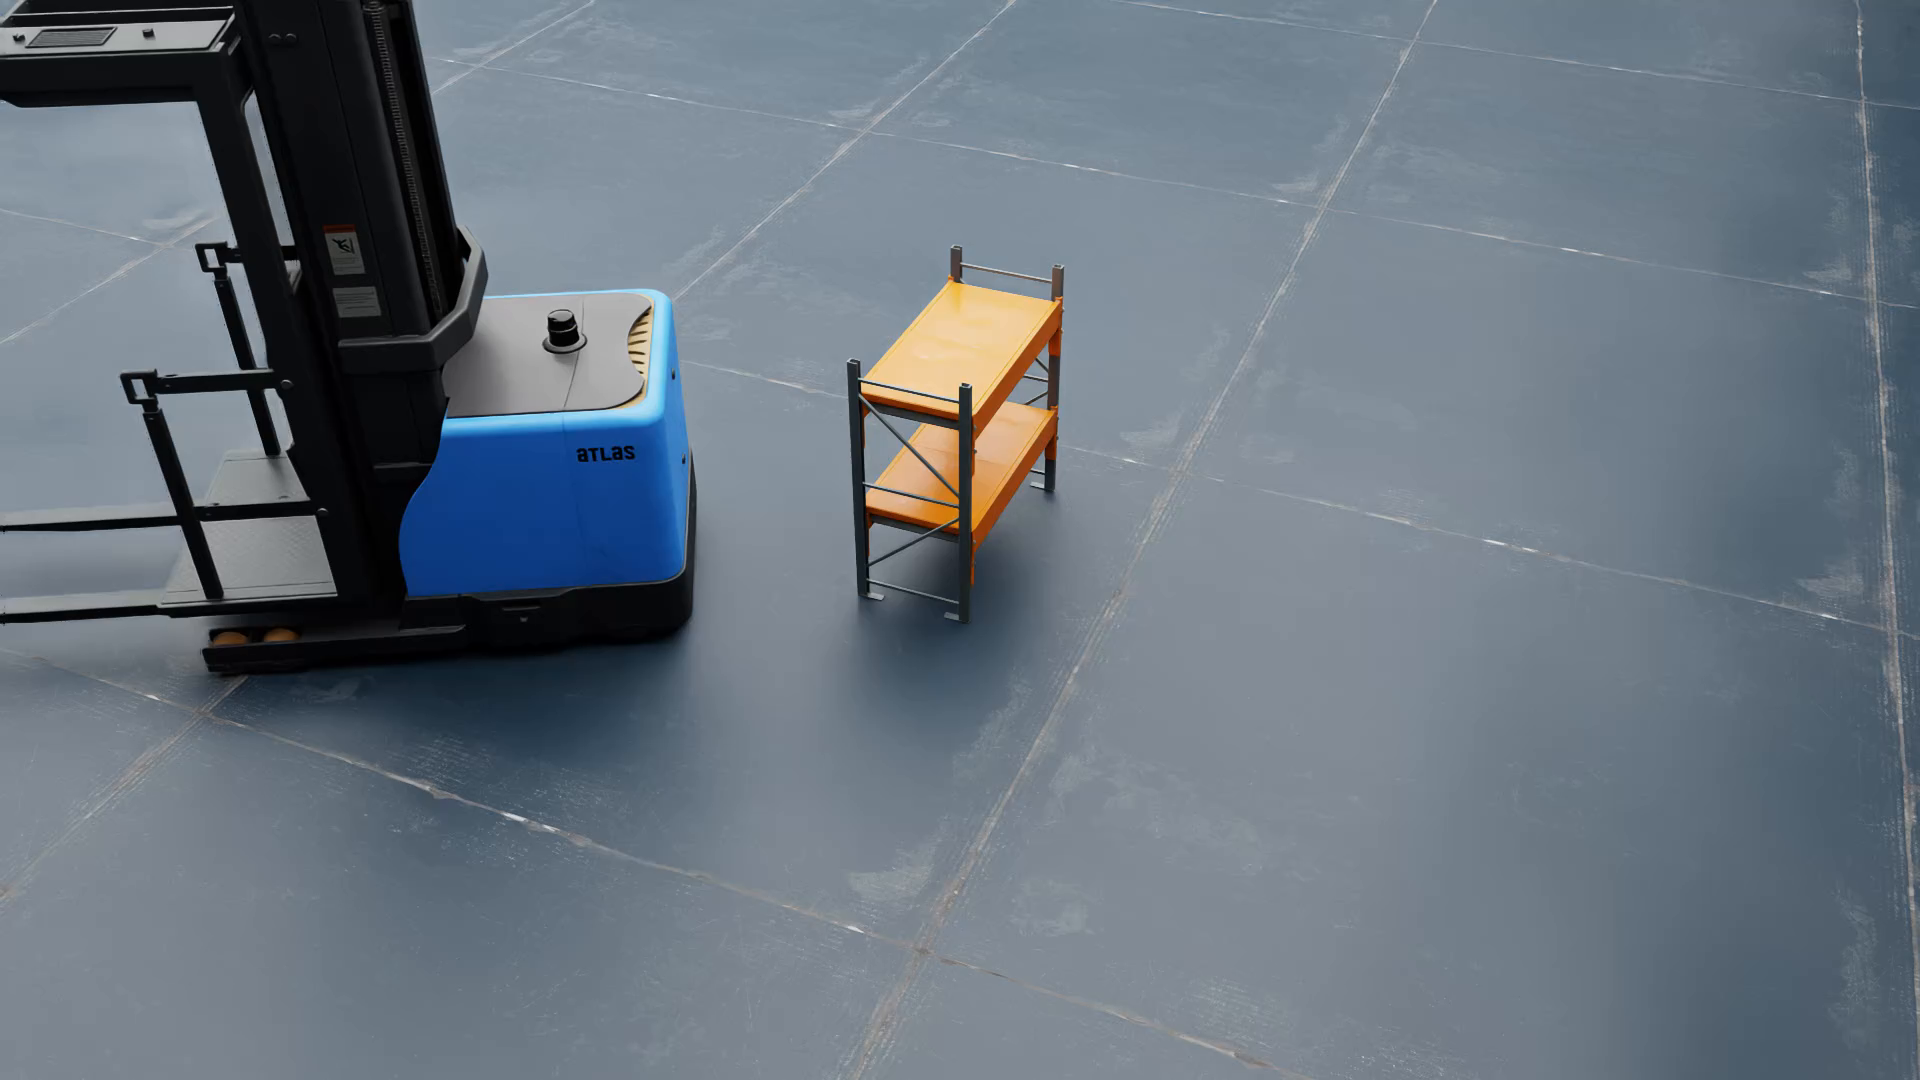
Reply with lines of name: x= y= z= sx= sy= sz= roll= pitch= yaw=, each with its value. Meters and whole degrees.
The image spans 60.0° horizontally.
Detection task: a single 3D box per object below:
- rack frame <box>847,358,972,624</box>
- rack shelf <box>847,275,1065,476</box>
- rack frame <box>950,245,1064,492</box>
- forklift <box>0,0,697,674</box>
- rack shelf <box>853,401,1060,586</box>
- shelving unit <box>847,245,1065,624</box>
rack frame: x=-0.191 y=-0.173 z=6.542 sx=0.500 sy=1.125 sz=0.032 roll=14 pitch=39 yaw=18
rack shelf: x=0.003 y=-0.689 z=6.743 sx=0.538 sy=0.278 sz=1.000 roll=14 pitch=39 yaw=18
rack frame: x=0.196 y=-0.736 z=7.295 sx=0.500 sy=1.125 sz=0.032 roll=14 pitch=39 yaw=18
forklift: x=-2.636 y=-0.981 z=6.115 sx=3.031 sy=2.935 sz=1.130 roll=-4 pitch=37 yaw=-5
rack shelf: x=0.003 y=-0.258 z=7.065 sx=0.538 sy=0.278 sz=1.000 roll=14 pitch=39 yaw=18
shelving unit: x=0.003 y=-0.454 z=6.918 sx=0.538 sy=1.125 sz=1.048 roll=14 pitch=39 yaw=18
